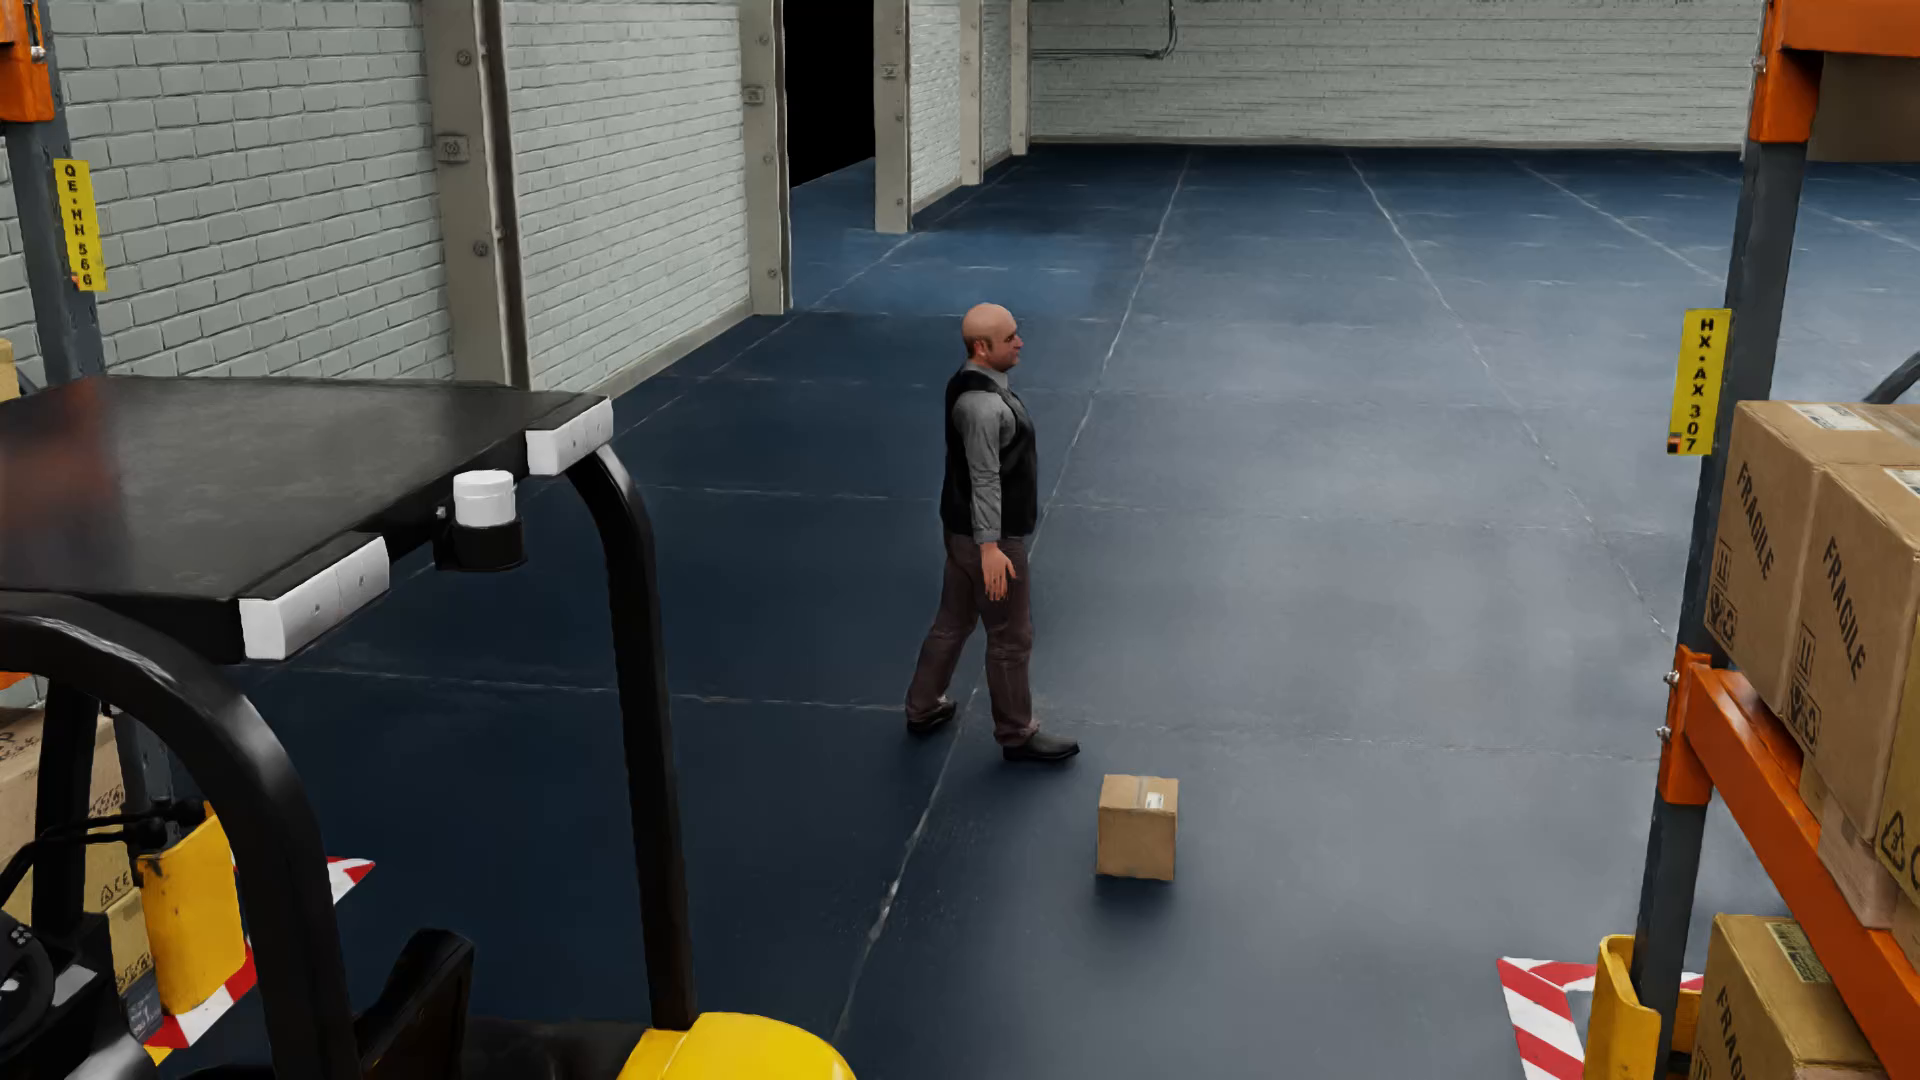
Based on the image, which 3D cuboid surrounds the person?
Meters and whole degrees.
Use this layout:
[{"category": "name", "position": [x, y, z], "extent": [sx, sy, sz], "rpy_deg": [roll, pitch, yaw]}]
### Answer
[{"category": "person", "position": [0.120, -0.012, 6.131], "extent": [0.636, 1.723, 0.740], "rpy_deg": [-2, 18, -7]}]
